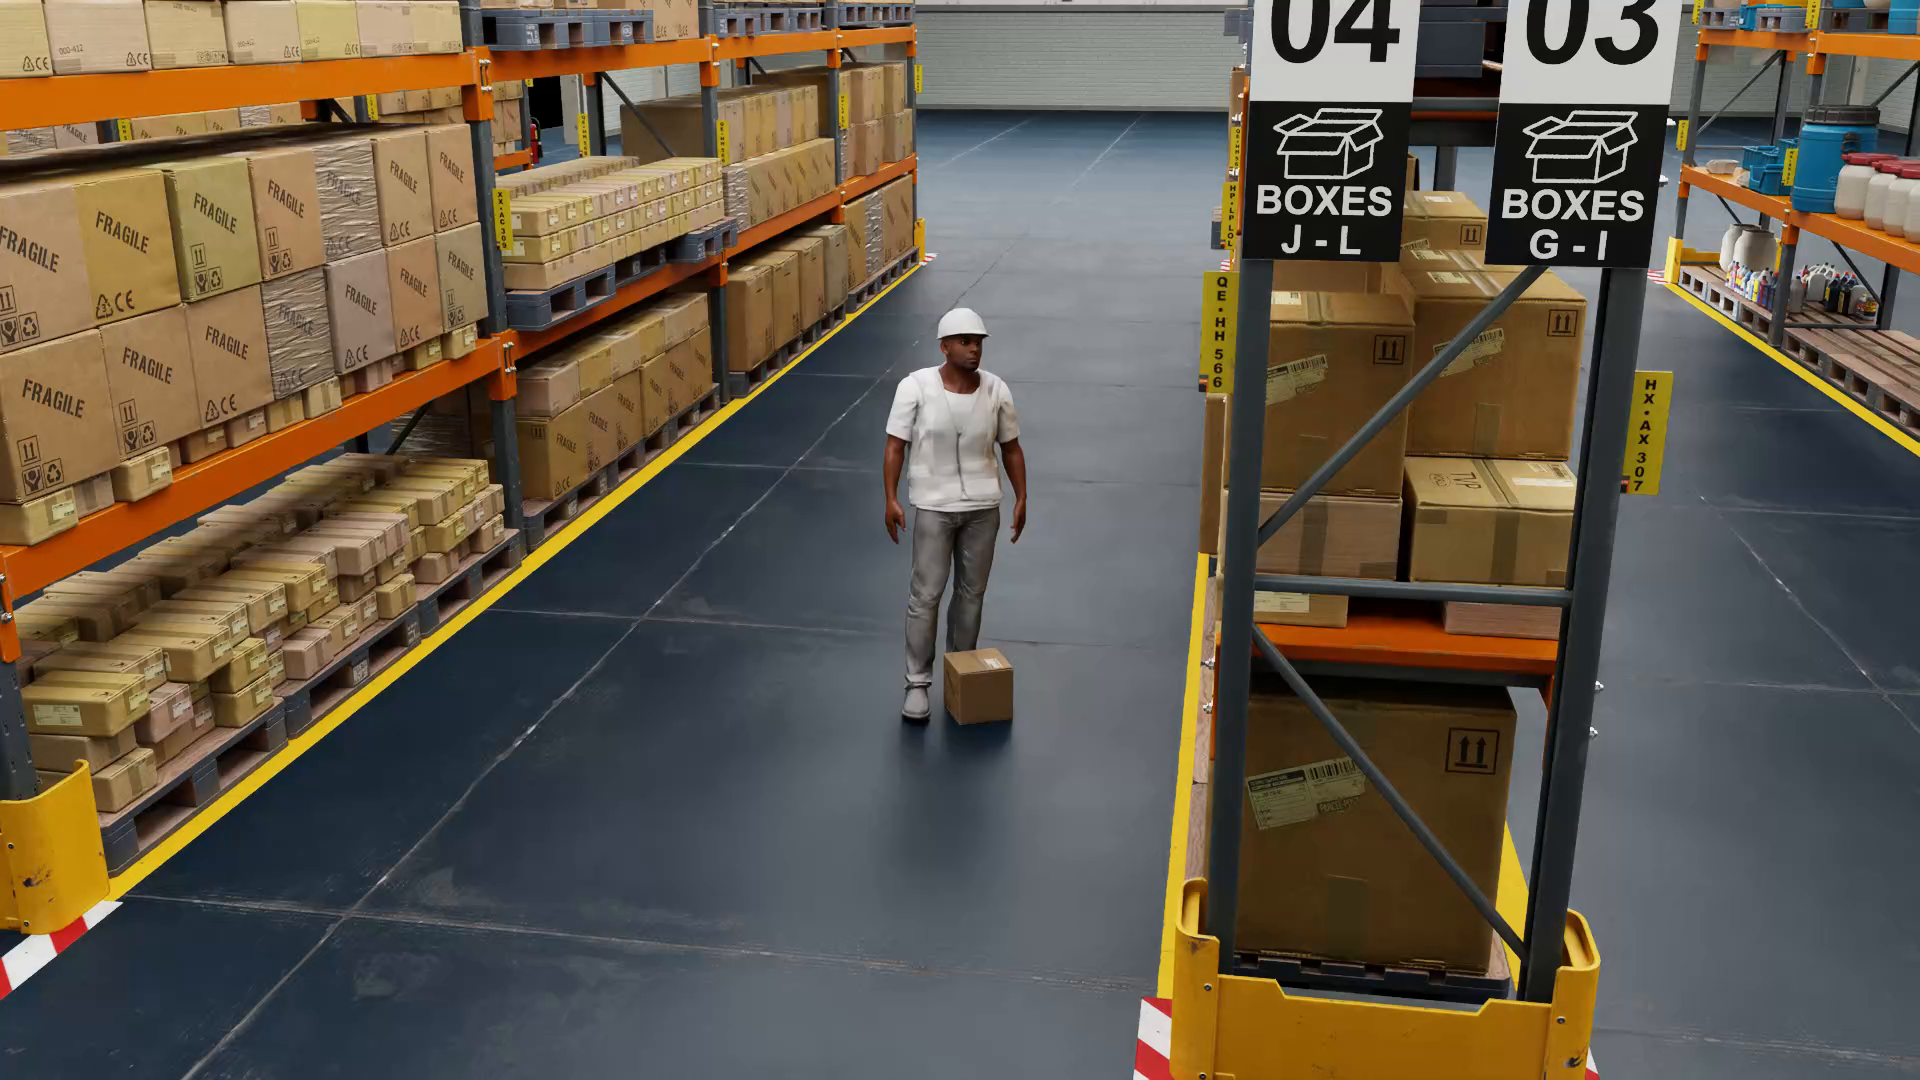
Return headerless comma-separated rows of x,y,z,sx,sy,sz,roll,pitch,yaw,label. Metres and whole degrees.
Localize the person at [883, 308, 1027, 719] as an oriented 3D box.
0.001,-0.130,7.391,0.665,1.769,0.574,-5,18,-15,person
